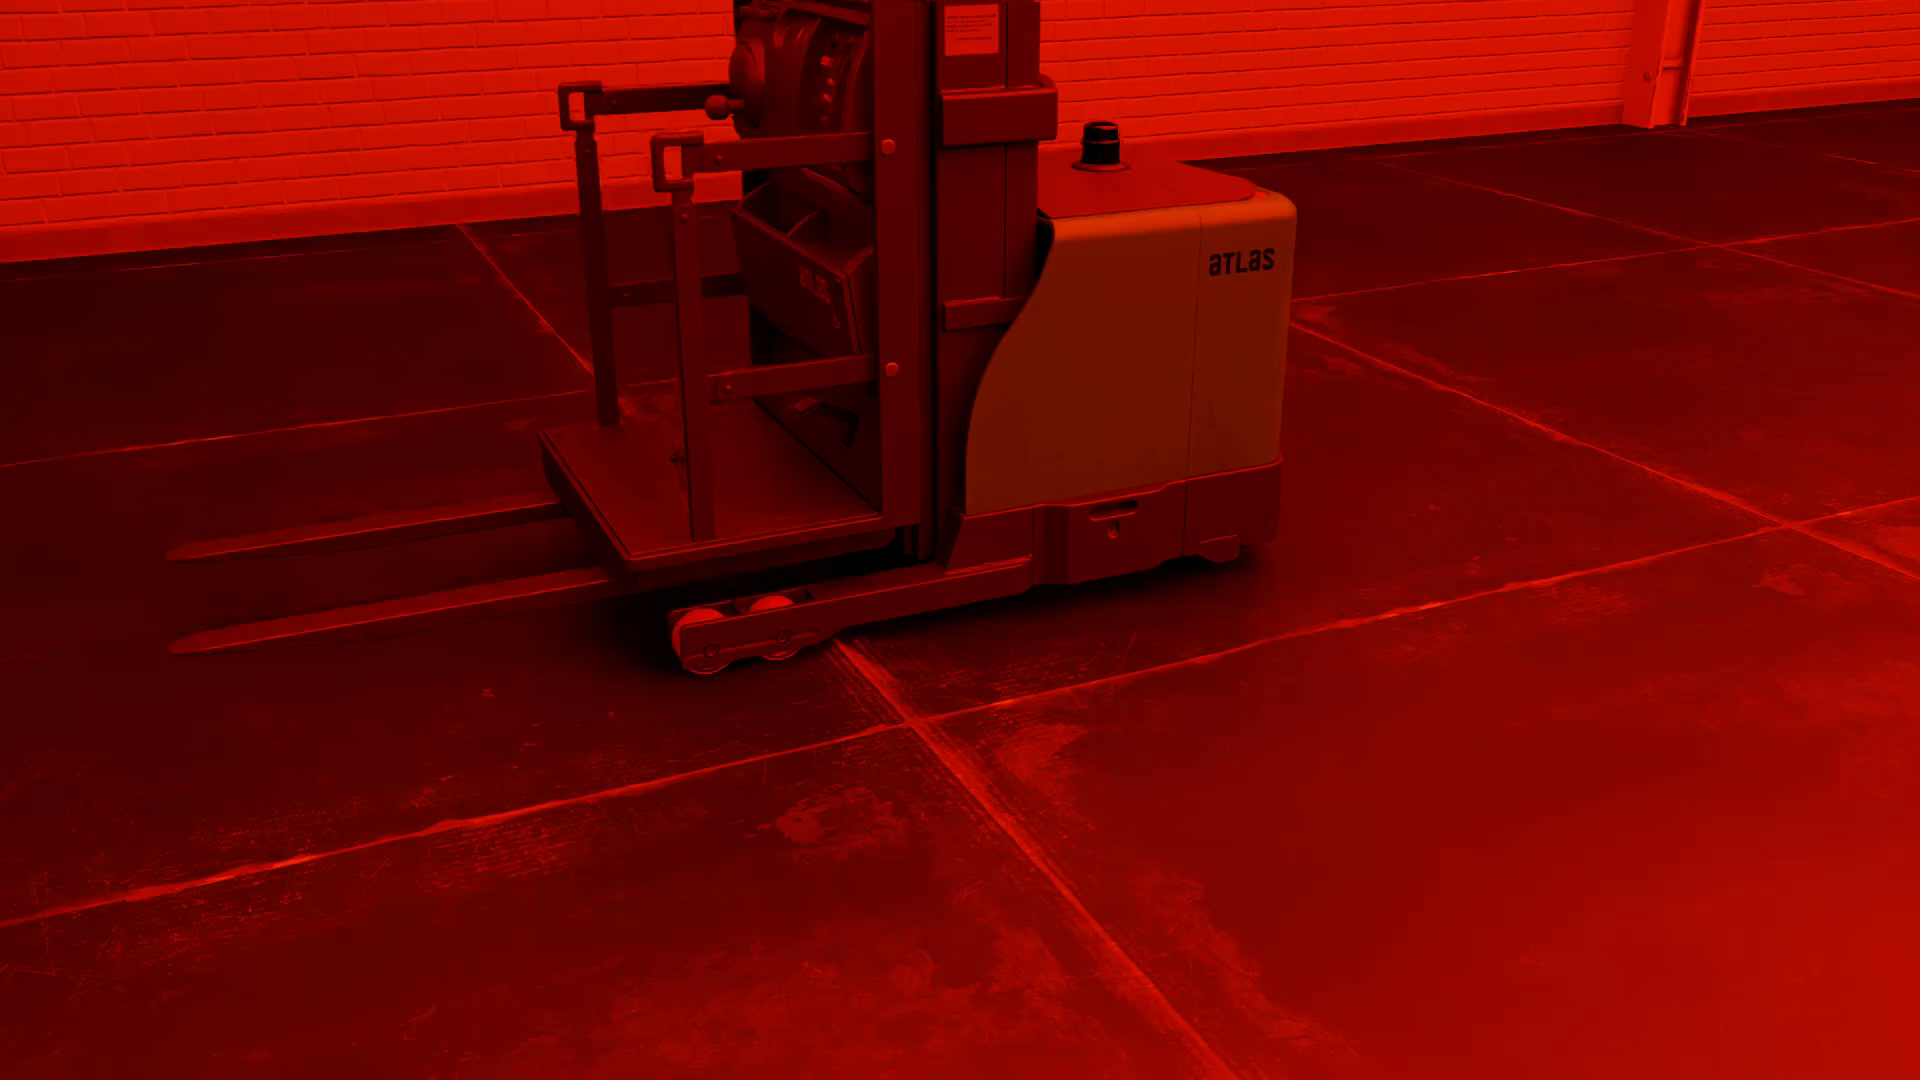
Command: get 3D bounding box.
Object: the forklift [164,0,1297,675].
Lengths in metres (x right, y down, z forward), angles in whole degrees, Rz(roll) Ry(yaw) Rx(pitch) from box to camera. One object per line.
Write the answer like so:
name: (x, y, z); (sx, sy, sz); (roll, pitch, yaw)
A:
forklift: (-0.609, -1.238, 4.266); (3.031, 2.935, 1.130); (-10, 25, -23)
